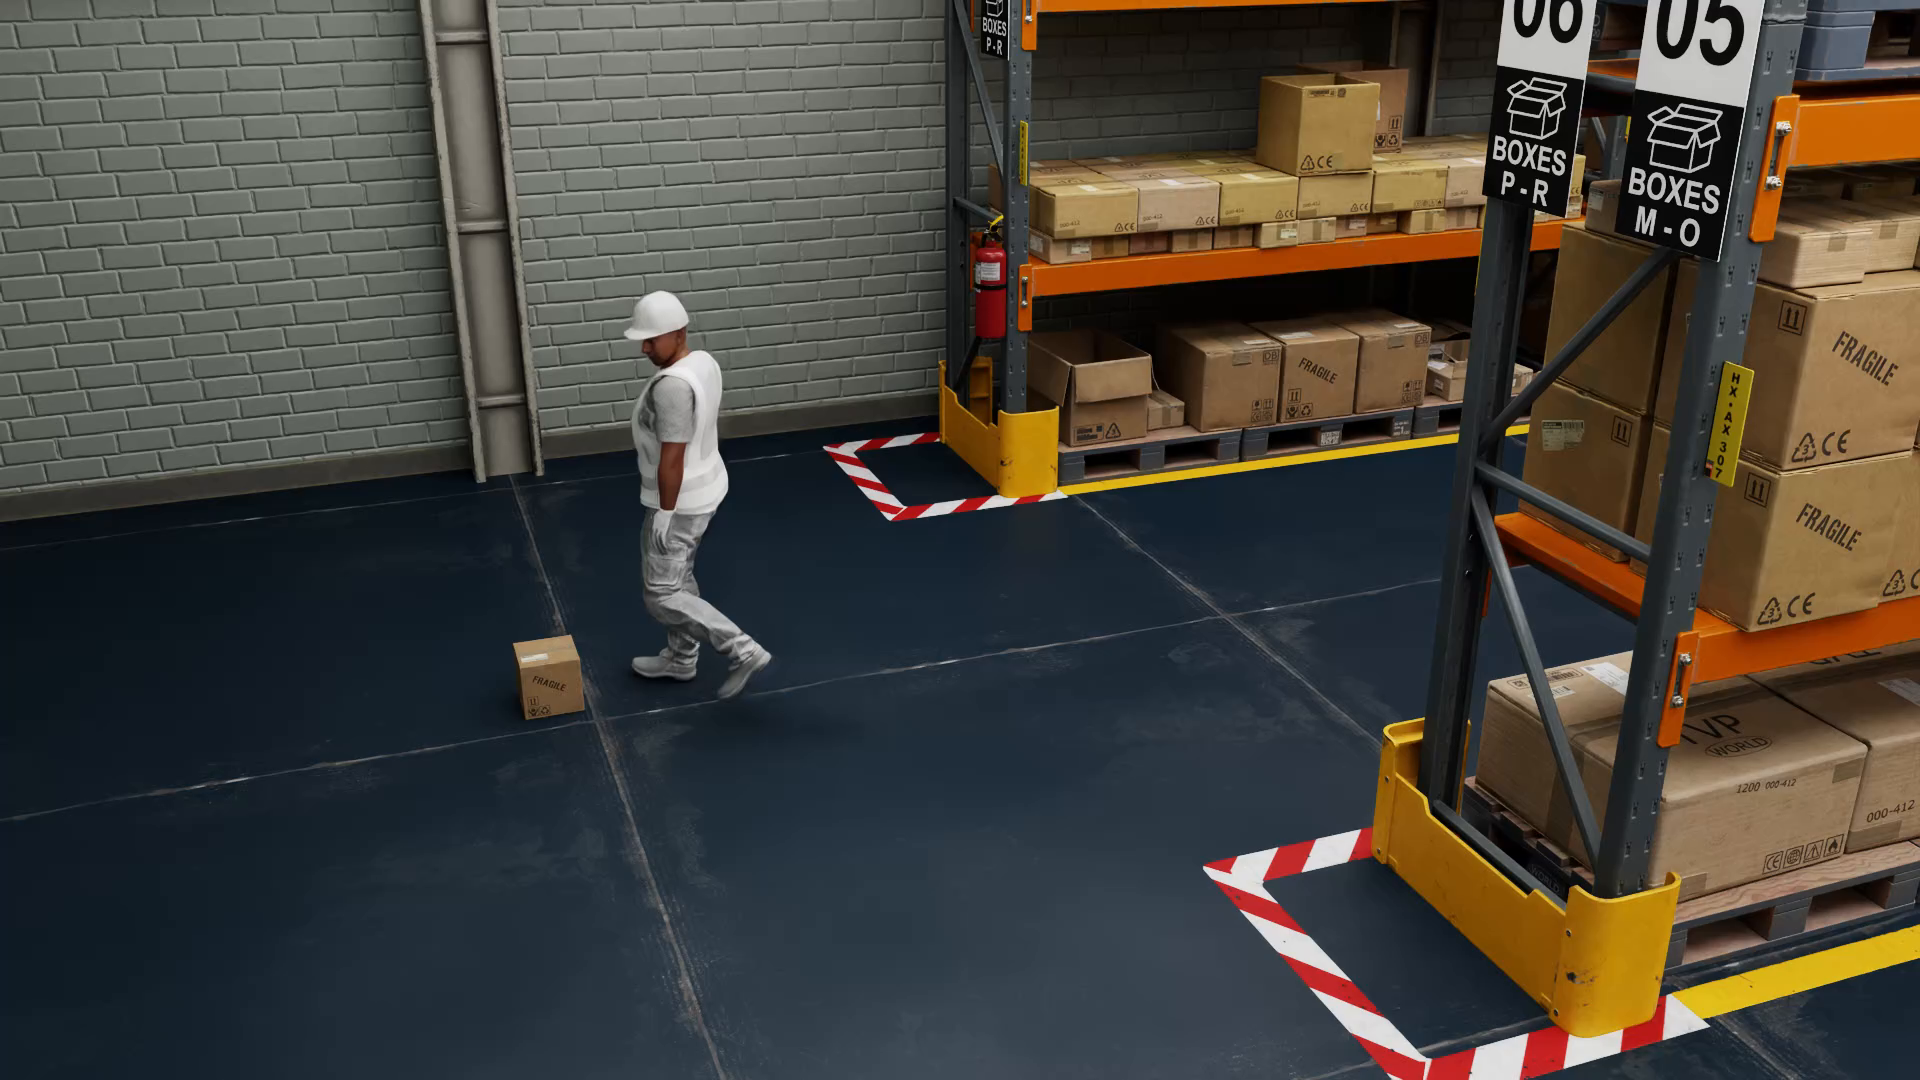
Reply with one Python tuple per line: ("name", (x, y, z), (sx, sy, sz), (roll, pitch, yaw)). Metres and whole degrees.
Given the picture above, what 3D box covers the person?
("person", (-1.124, -0.170, 6.958), (0.737, 1.770, 0.600), (3, 23, 8))
